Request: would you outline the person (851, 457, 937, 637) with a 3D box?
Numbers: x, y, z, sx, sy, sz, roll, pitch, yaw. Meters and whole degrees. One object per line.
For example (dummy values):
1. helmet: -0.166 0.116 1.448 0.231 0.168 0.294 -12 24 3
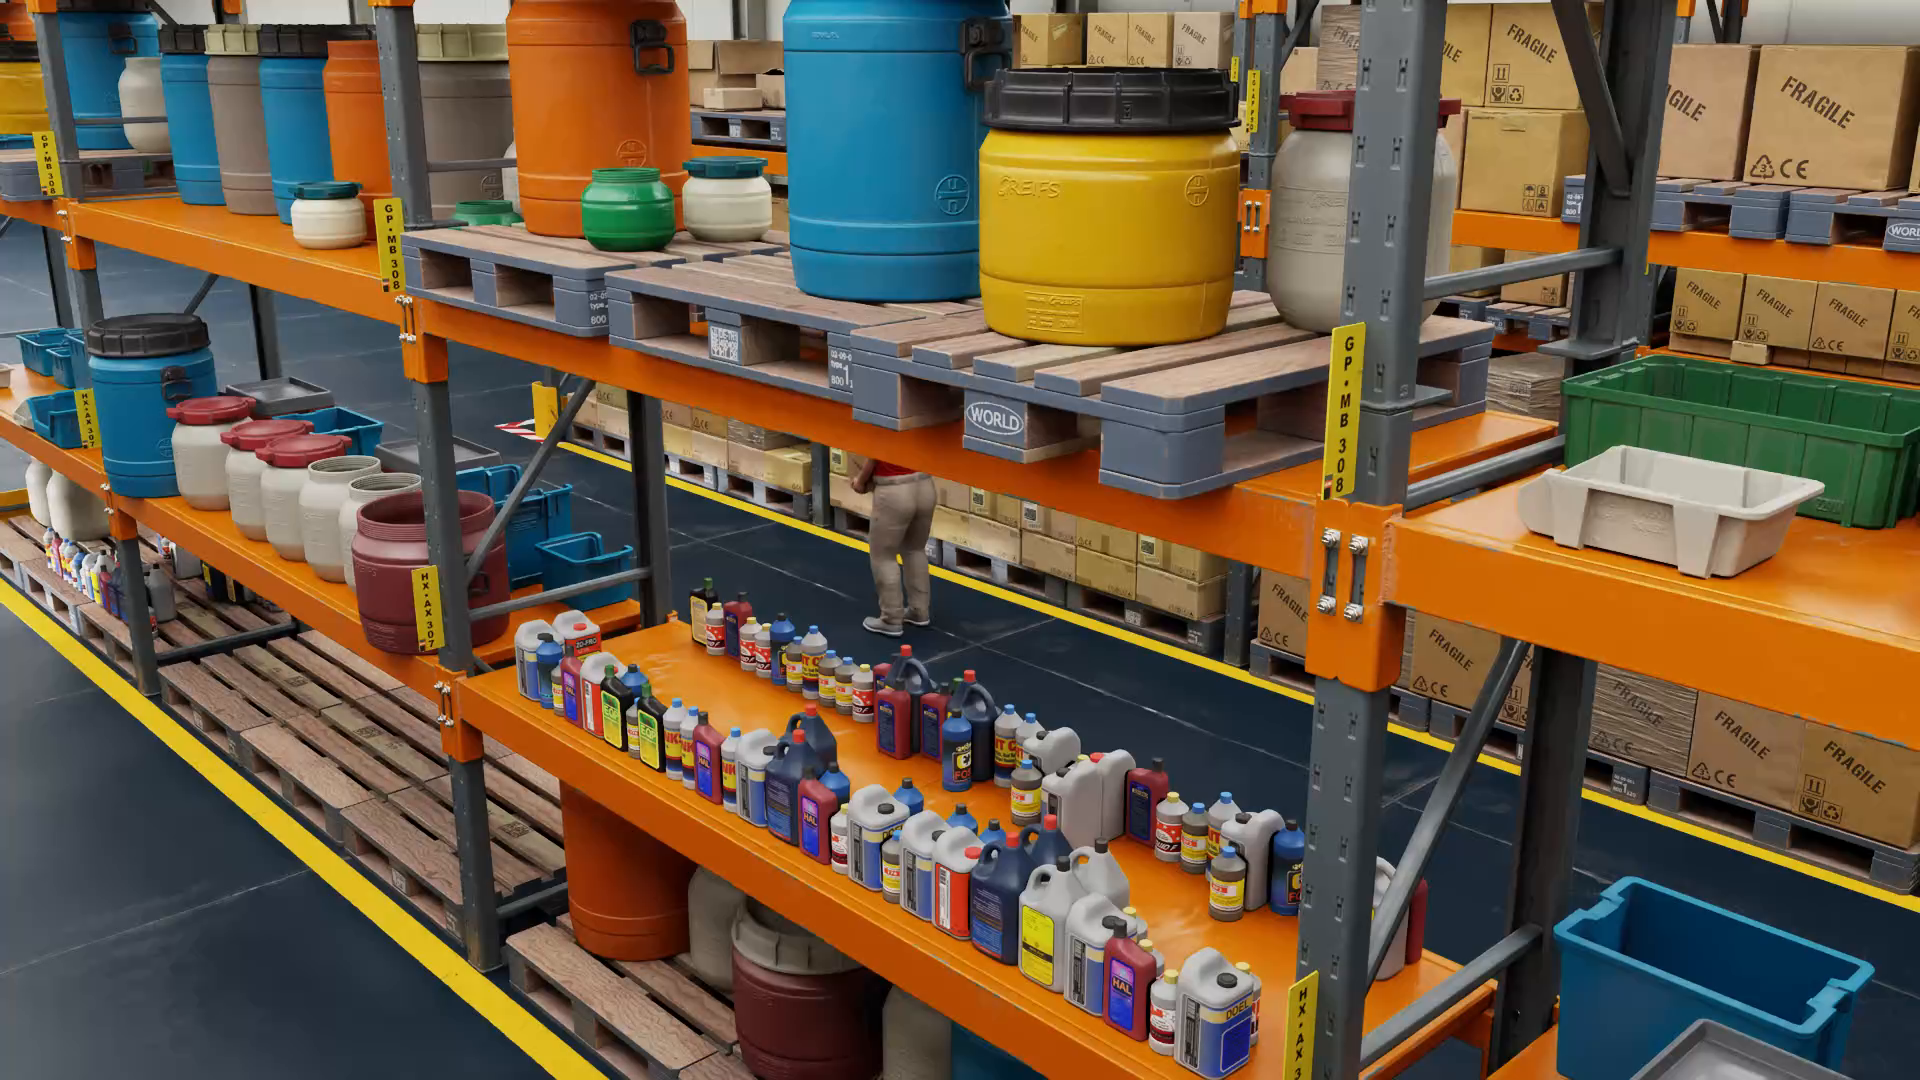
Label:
1. person: -0.428 -0.267 10.457 0.493 1.712 0.530 -15 23 -40
